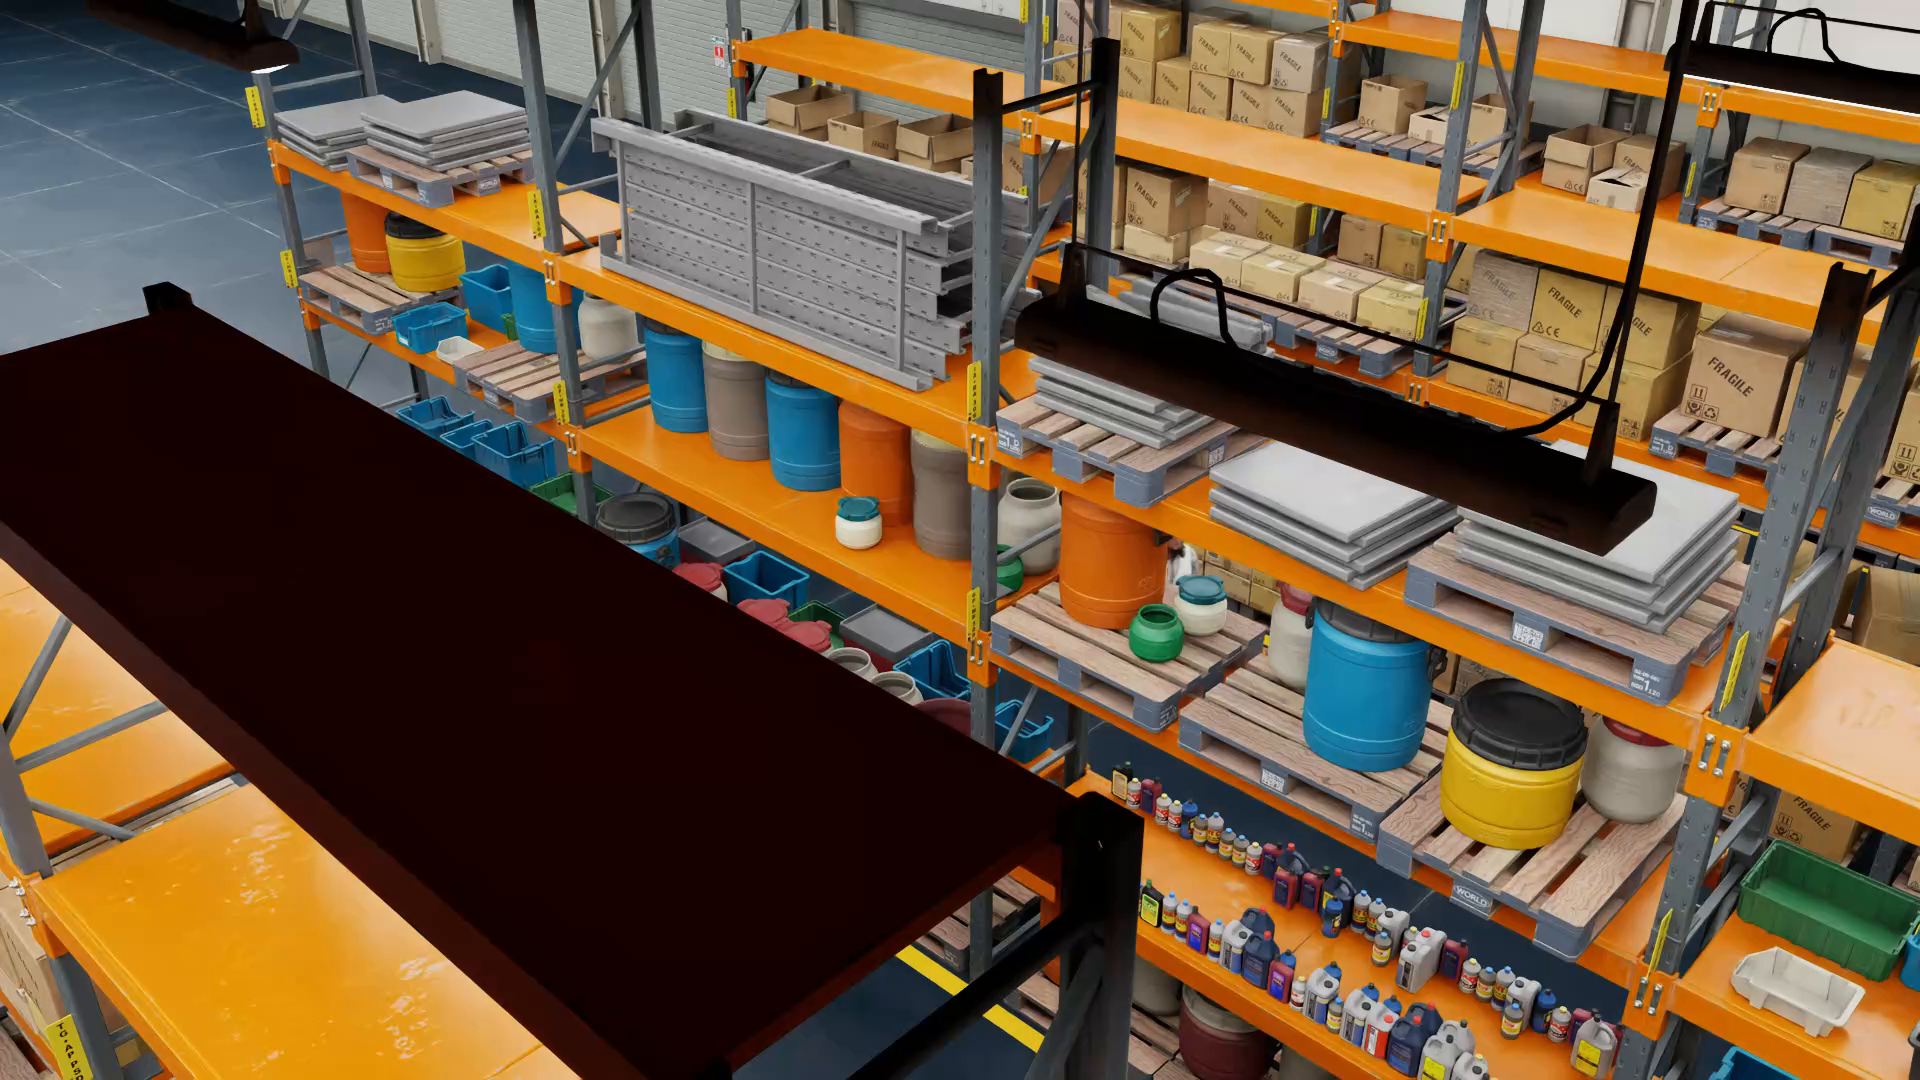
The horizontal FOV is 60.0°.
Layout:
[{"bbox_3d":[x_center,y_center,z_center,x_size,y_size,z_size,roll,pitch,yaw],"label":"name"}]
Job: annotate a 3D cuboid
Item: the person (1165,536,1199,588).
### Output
[{"bbox_3d":[1.625,0.552,13.441,0.546,1.764,0.541,-17,34,-28],"label":"person"}]
